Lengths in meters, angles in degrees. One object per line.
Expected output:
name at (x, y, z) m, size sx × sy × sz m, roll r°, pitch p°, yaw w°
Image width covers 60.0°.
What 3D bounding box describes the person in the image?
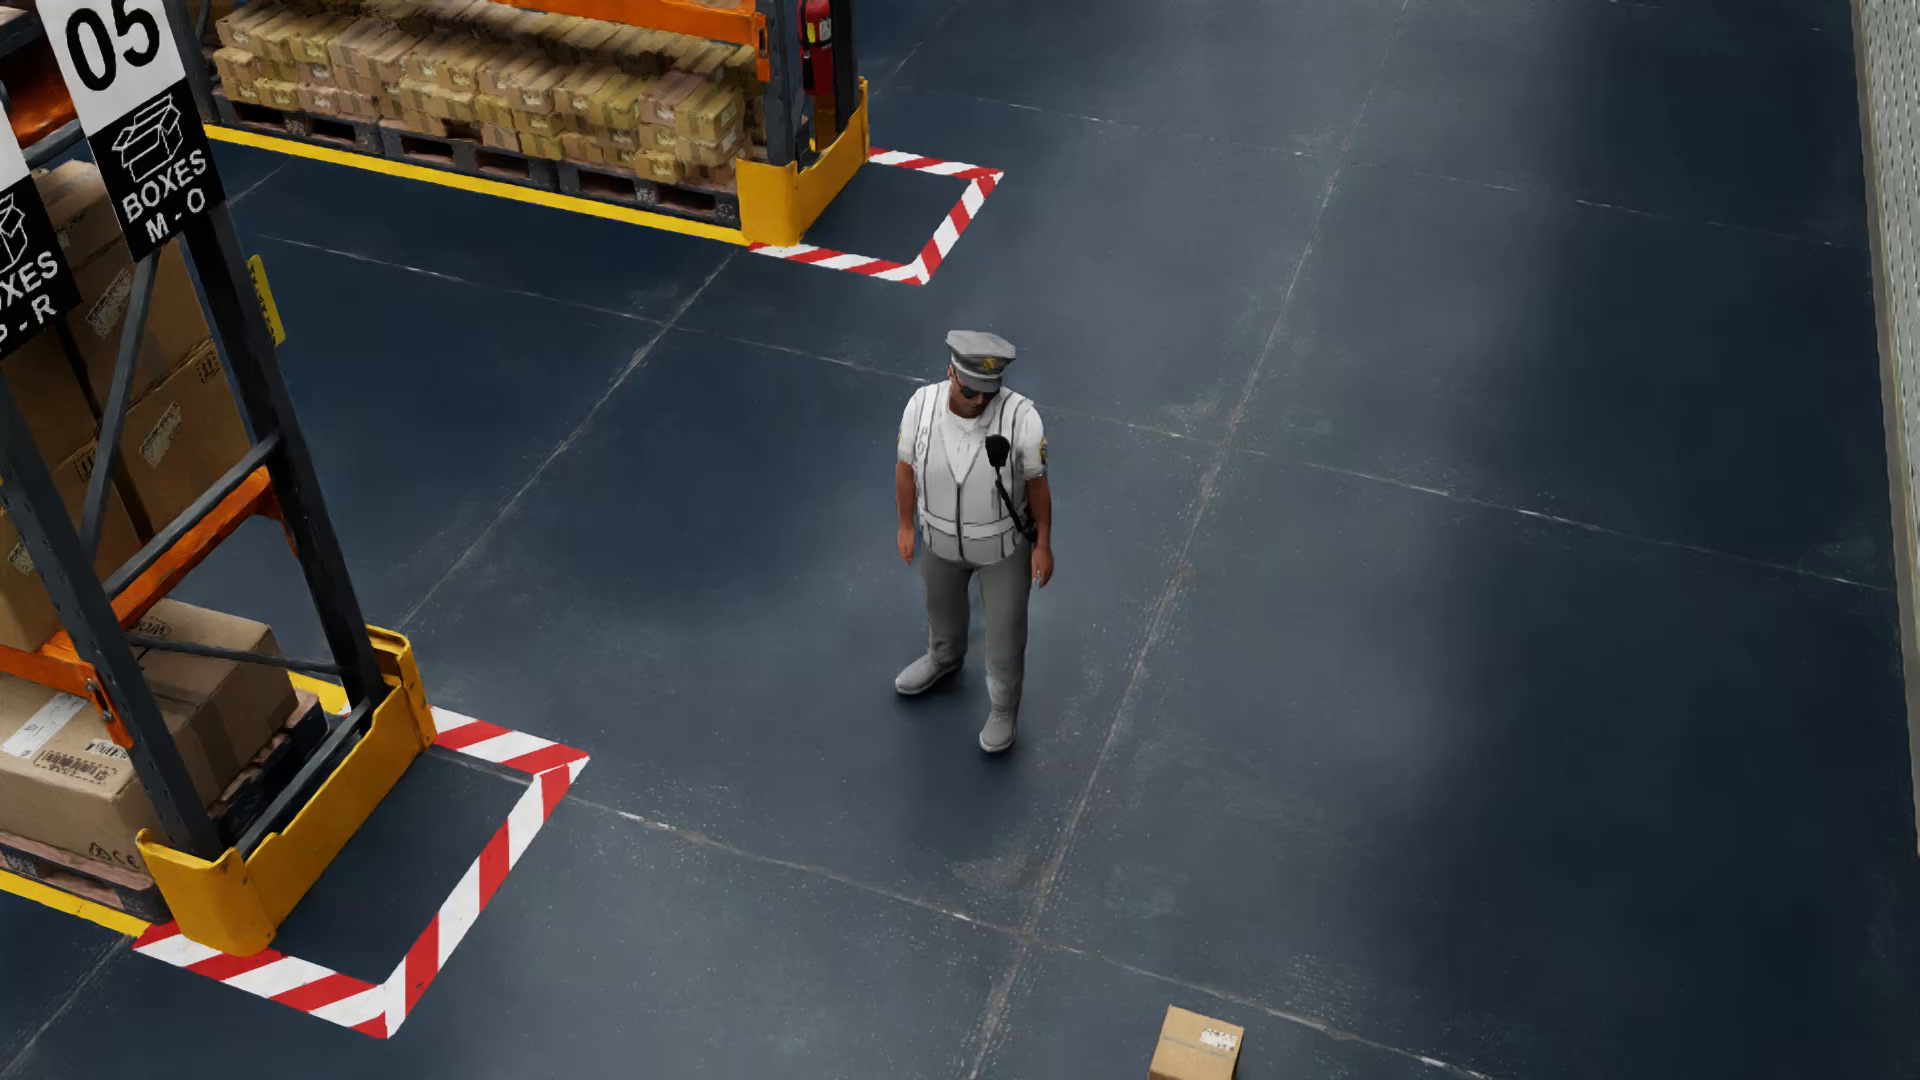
person at (0.032, 0.004, 6.111) m, size 0.627 × 1.755 × 0.515 m, roll 11°, pitch 43°, yaw 13°
